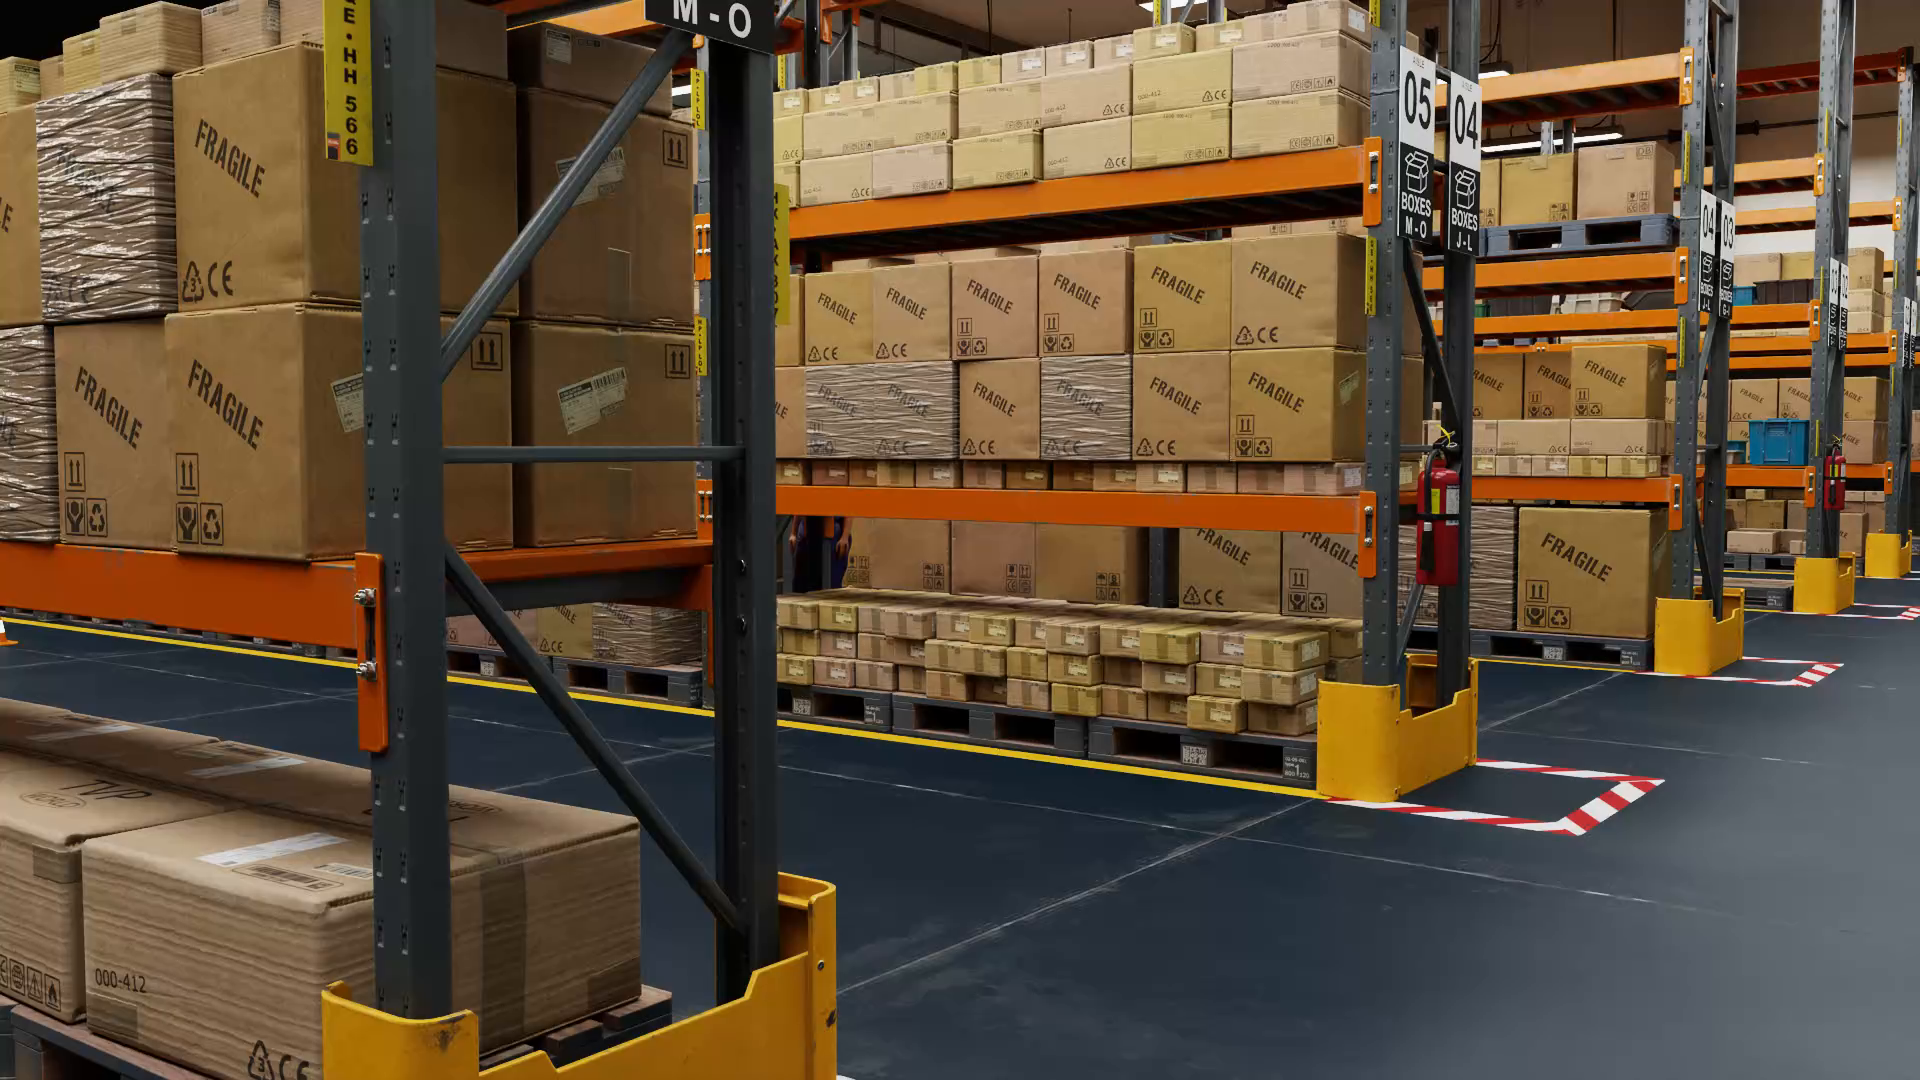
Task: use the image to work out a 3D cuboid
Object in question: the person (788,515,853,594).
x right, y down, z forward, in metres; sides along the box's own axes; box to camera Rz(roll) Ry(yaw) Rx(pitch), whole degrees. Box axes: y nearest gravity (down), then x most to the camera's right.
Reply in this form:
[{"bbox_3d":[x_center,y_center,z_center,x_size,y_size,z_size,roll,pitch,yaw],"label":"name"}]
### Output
[{"bbox_3d":[-1.032,-0.006,12.322,0.560,1.652,0.366,2,4,34],"label":"person"}]
